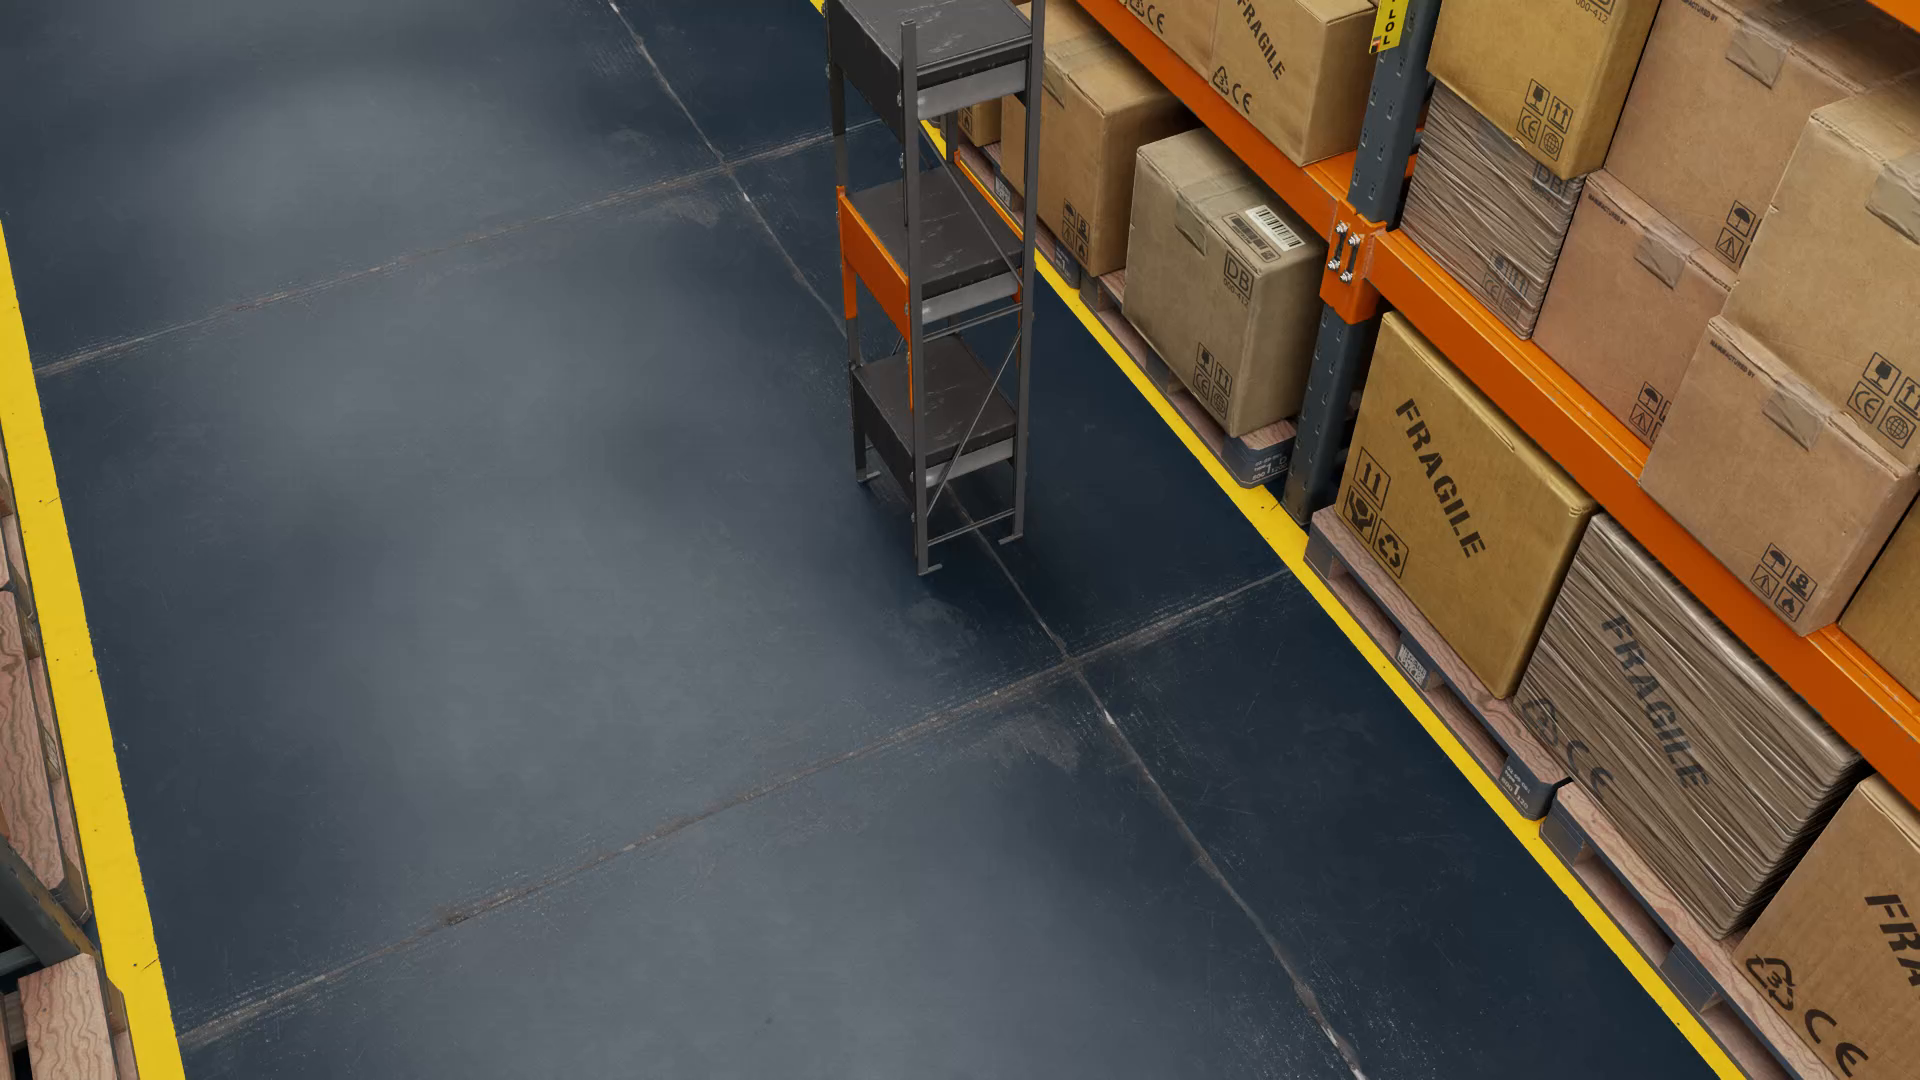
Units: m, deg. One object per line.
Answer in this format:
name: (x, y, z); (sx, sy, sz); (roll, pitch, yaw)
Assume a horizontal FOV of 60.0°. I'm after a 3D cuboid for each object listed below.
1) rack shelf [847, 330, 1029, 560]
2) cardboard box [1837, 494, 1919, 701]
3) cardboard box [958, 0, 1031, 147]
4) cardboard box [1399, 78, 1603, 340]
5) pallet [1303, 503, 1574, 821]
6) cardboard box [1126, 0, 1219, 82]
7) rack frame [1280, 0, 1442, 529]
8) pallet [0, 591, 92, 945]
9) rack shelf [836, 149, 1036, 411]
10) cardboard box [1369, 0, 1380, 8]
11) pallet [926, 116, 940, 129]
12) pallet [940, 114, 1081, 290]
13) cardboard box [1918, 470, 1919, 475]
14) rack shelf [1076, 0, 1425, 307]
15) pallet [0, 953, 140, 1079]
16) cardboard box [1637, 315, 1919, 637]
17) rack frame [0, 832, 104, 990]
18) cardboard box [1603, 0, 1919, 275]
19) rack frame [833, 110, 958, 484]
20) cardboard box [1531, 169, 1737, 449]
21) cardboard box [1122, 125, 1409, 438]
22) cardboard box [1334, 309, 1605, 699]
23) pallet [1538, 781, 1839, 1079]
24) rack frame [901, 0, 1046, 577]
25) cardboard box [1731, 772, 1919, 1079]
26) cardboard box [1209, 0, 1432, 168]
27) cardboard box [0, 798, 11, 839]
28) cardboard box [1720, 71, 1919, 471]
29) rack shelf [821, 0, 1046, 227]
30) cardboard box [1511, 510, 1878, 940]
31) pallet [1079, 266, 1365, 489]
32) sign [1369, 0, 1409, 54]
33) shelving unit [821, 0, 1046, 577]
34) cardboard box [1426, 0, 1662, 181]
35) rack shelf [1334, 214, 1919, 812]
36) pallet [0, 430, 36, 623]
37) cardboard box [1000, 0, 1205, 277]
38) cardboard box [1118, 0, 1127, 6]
rack shelf: (-0.076, -0.332, 5.594); (0.431, 0.518, 0.480); (-21, 52, -18)
cardboard box: (2.525, 0.034, 3.627); (0.875, 0.550, 0.500); (-21, 52, -18)
cardboard box: (0.371, -2.294, 6.979); (1.050, 0.750, 0.750); (-20, 52, -17)
cardboard box: (1.779, -1.048, 4.574); (0.875, 0.550, 0.550); (-21, 52, -18)
pallet: (1.878, 0.212, 5.424); (1.003, 0.211, 1.213); (-21, 52, -18)
cardboard box: (0.892, -1.870, 5.326); (0.500, 0.500, 0.500); (-22, 52, -18)
rack frame: (1.600, -1.241, 4.843); (1.000, 3.000, 0.127); (-21, 52, -18)
pallet: (-3.214, 0.797, 4.913); (1.003, 0.211, 1.213); (-21, 52, -18)
rack shelf: (-0.076, -0.793, 5.067); (0.431, 0.518, 0.480); (-21, 52, -18)
cardboard box: (1.367, -1.934, 4.718); (0.700, 0.500, 0.500); (-22, 52, -18)
pallet: (0.063, -2.447, 7.750); (1.003, 0.211, 1.213); (-21, 52, -18)
pallet: (0.617, -1.631, 7.037); (1.003, 0.211, 1.213); (-21, 52, -18)
cardboard box: (2.467, -0.299, 3.201); (0.875, 0.550, 0.500); (-21, 52, -18)
rack shelf: (0.685, -2.343, 6.285); (1.077, 0.370, 4.000); (-21, 52, -18)
pallet: (-2.518, 1.755, 4.075); (1.003, 0.211, 1.213); (-21, 52, -18)
cardboard box: (2.193, -0.286, 3.907); (0.875, 0.550, 0.550); (-21, 52, -18)
rack frame: (-2.857, 0.399, 3.408); (1.000, 3.000, 0.127); (-21, 52, -18)
cardboard box: (2.093, -1.059, 3.867); (0.875, 0.550, 0.550); (-21, 52, -18)
rack frame: (-0.187, -0.965, 5.199); (0.400, 2.100, 0.015); (-21, 52, -18)
cardboard box: (2.051, -0.688, 4.259); (0.875, 0.550, 0.550); (-21, 52, -18)
cardboard box: (1.236, -1.024, 5.868); (1.050, 0.750, 0.750); (-21, 52, -18)
cardboard box: (1.825, -0.235, 5.095); (0.875, 0.875, 0.875); (-20, 52, -17)
pallet: (2.440, 1.030, 4.709); (1.003, 0.211, 1.213); (-21, 52, -18)
rack frame: (0.036, -0.639, 4.914); (0.400, 2.100, 0.015); (-21, 52, -18)
cardboard box: (2.657, 0.978, 4.035); (0.875, 0.875, 0.875); (-22, 52, -18)
cardboard box: (1.123, -1.532, 5.030); (0.500, 0.500, 0.500); (-21, 52, -18)
cardboard box: (-3.119, 0.659, 4.549); (0.700, 0.500, 0.500); (-25, 53, -20)
cardboard box: (2.218, -0.651, 3.509); (0.875, 0.550, 0.550); (-21, 52, -18)
rack shelf: (-0.076, -1.254, 4.540); (0.431, 0.518, 0.480); (-21, 52, -18)
cardboard box: (2.241, 0.367, 4.569); (0.875, 0.875, 0.875); (-21, 52, -17)
pallet: (1.180, -0.814, 6.322); (1.003, 0.211, 1.213); (-21, 52, -18)
sign: (1.122, -1.403, 4.268); (0.100, 0.325, 0.005); (-21, 52, -18)
shelving unit: (-0.076, -0.802, 5.057); (0.431, 2.100, 0.503); (-21, 52, -18)
cardboard box: (1.738, -1.388, 4.154); (0.875, 0.550, 0.550); (-21, 52, -18)
rack shelf: (2.515, 0.334, 3.943); (1.077, 0.370, 4.000); (-21, 52, -18)
pallet: (-3.777, -0.021, 5.628); (1.003, 0.211, 1.213); (-21, 52, -18)
cardboard box: (0.798, -1.670, 6.434); (1.050, 0.750, 0.750); (-21, 52, -18)
cardboard box: (0.661, -2.208, 5.622); (0.500, 0.500, 0.500); (-21, 52, -17)
